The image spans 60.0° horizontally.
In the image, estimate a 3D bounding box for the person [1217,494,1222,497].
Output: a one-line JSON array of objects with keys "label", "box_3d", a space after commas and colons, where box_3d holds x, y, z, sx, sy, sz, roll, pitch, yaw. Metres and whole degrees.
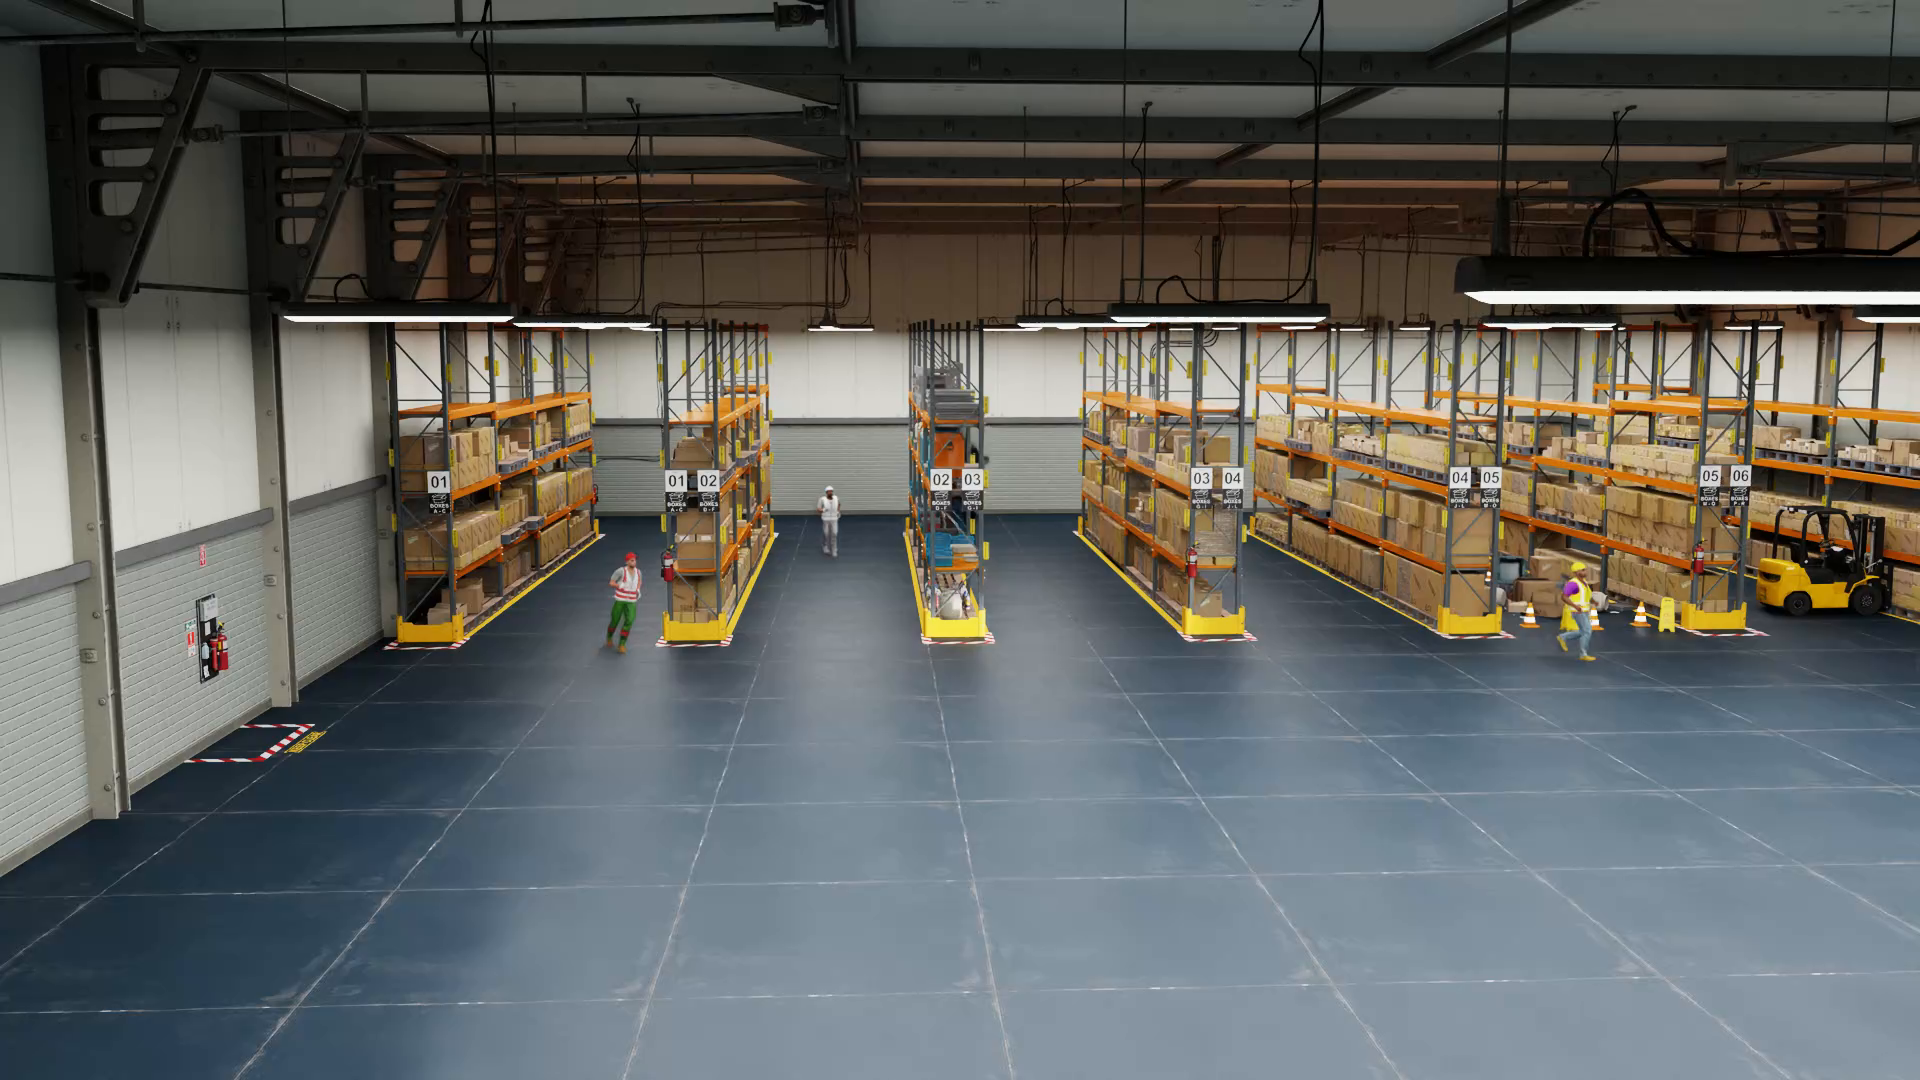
[{"label": "person", "box_3d": [7.282, -0.917, 47.128, 0.636, 1.689, 0.816, -2, 7, -15]}]

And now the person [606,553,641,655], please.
[{"label": "person", "box_3d": [-6.044, 1.118, 30.198, 0.666, 1.784, 0.862, -4, 8, -28]}]

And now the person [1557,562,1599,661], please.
[{"label": "person", "box_3d": [10.882, 1.252, 29.325, 0.753, 1.726, 0.707, 6, 9, 42]}]

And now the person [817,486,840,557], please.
[{"label": "person", "box_3d": [-3.368, -0.504, 42.952, 0.680, 1.782, 0.955, -2, 7, -17]}]
